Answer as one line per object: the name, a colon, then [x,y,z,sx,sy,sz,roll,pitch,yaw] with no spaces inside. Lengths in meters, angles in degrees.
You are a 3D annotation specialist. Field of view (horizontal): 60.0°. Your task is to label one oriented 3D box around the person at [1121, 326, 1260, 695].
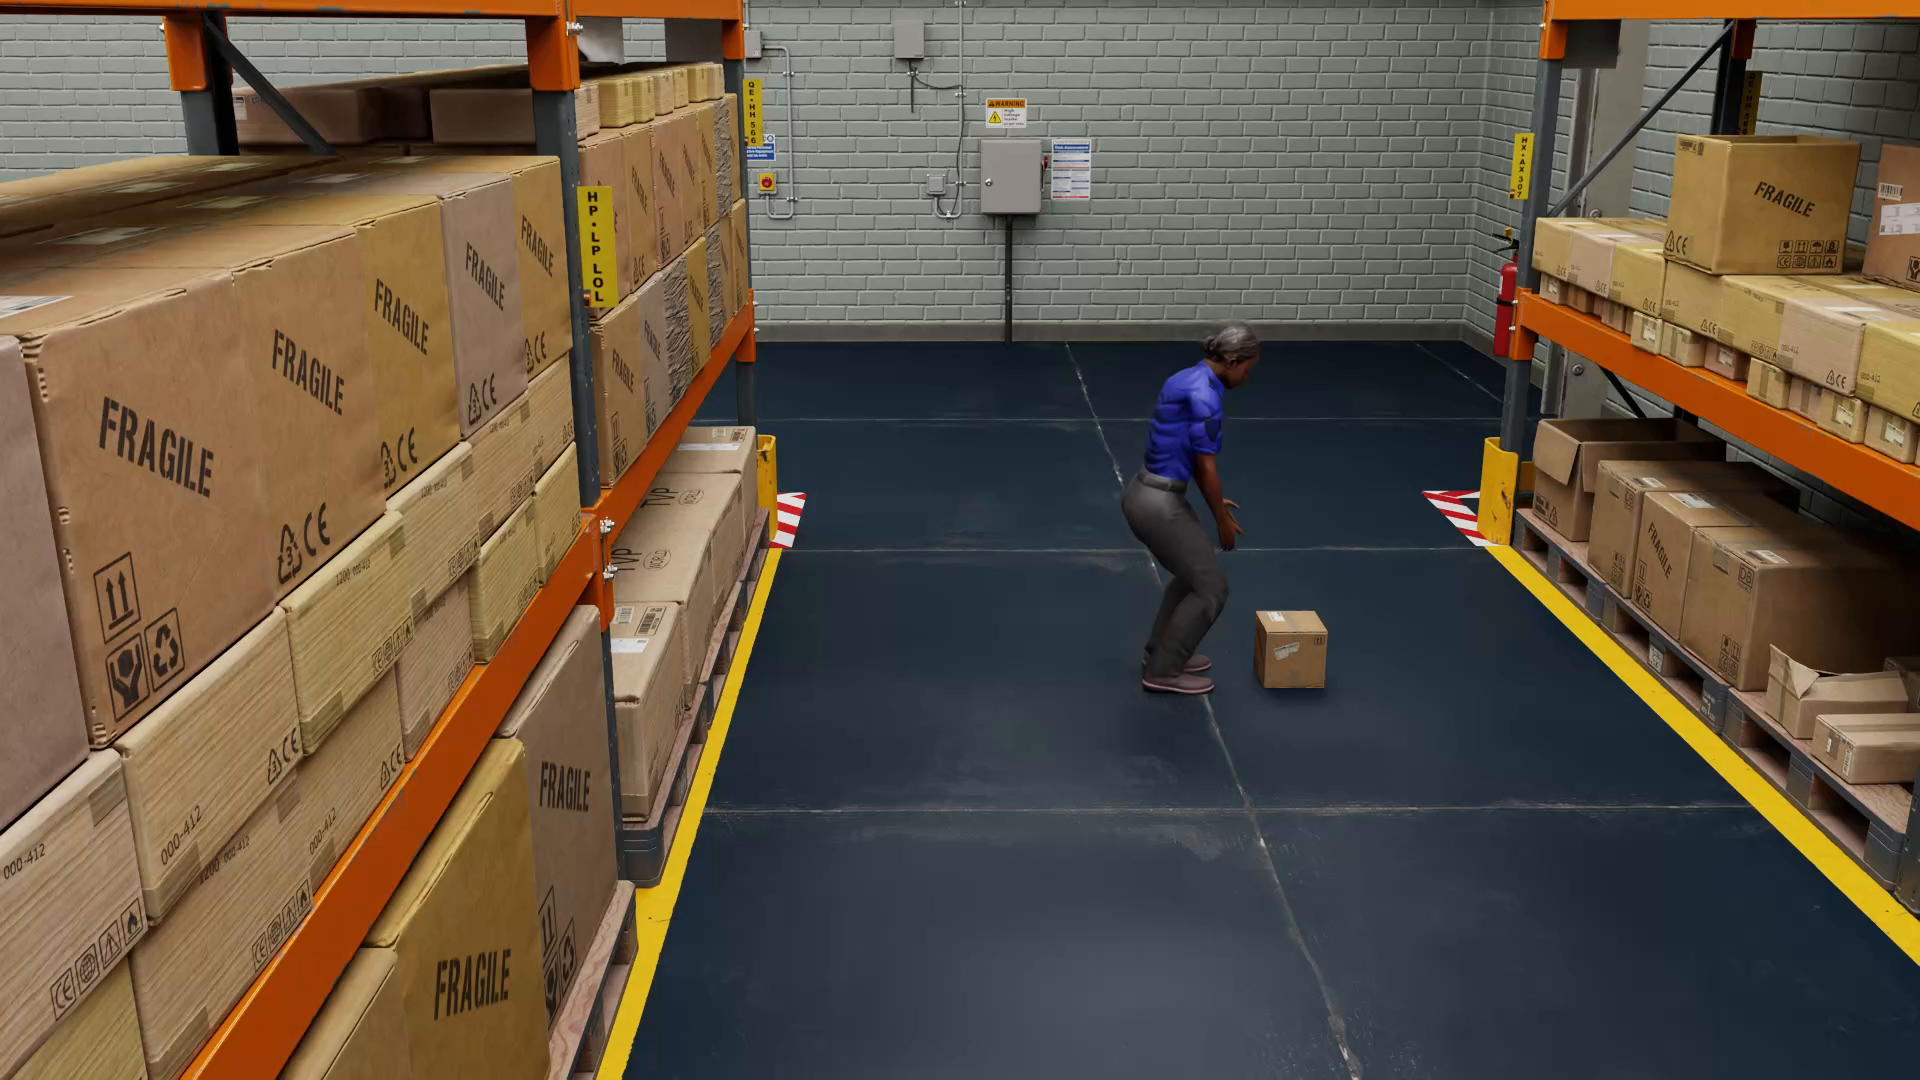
person: [0.923,-0.132,6.790,0.535,1.487,0.487,0,17,0]
